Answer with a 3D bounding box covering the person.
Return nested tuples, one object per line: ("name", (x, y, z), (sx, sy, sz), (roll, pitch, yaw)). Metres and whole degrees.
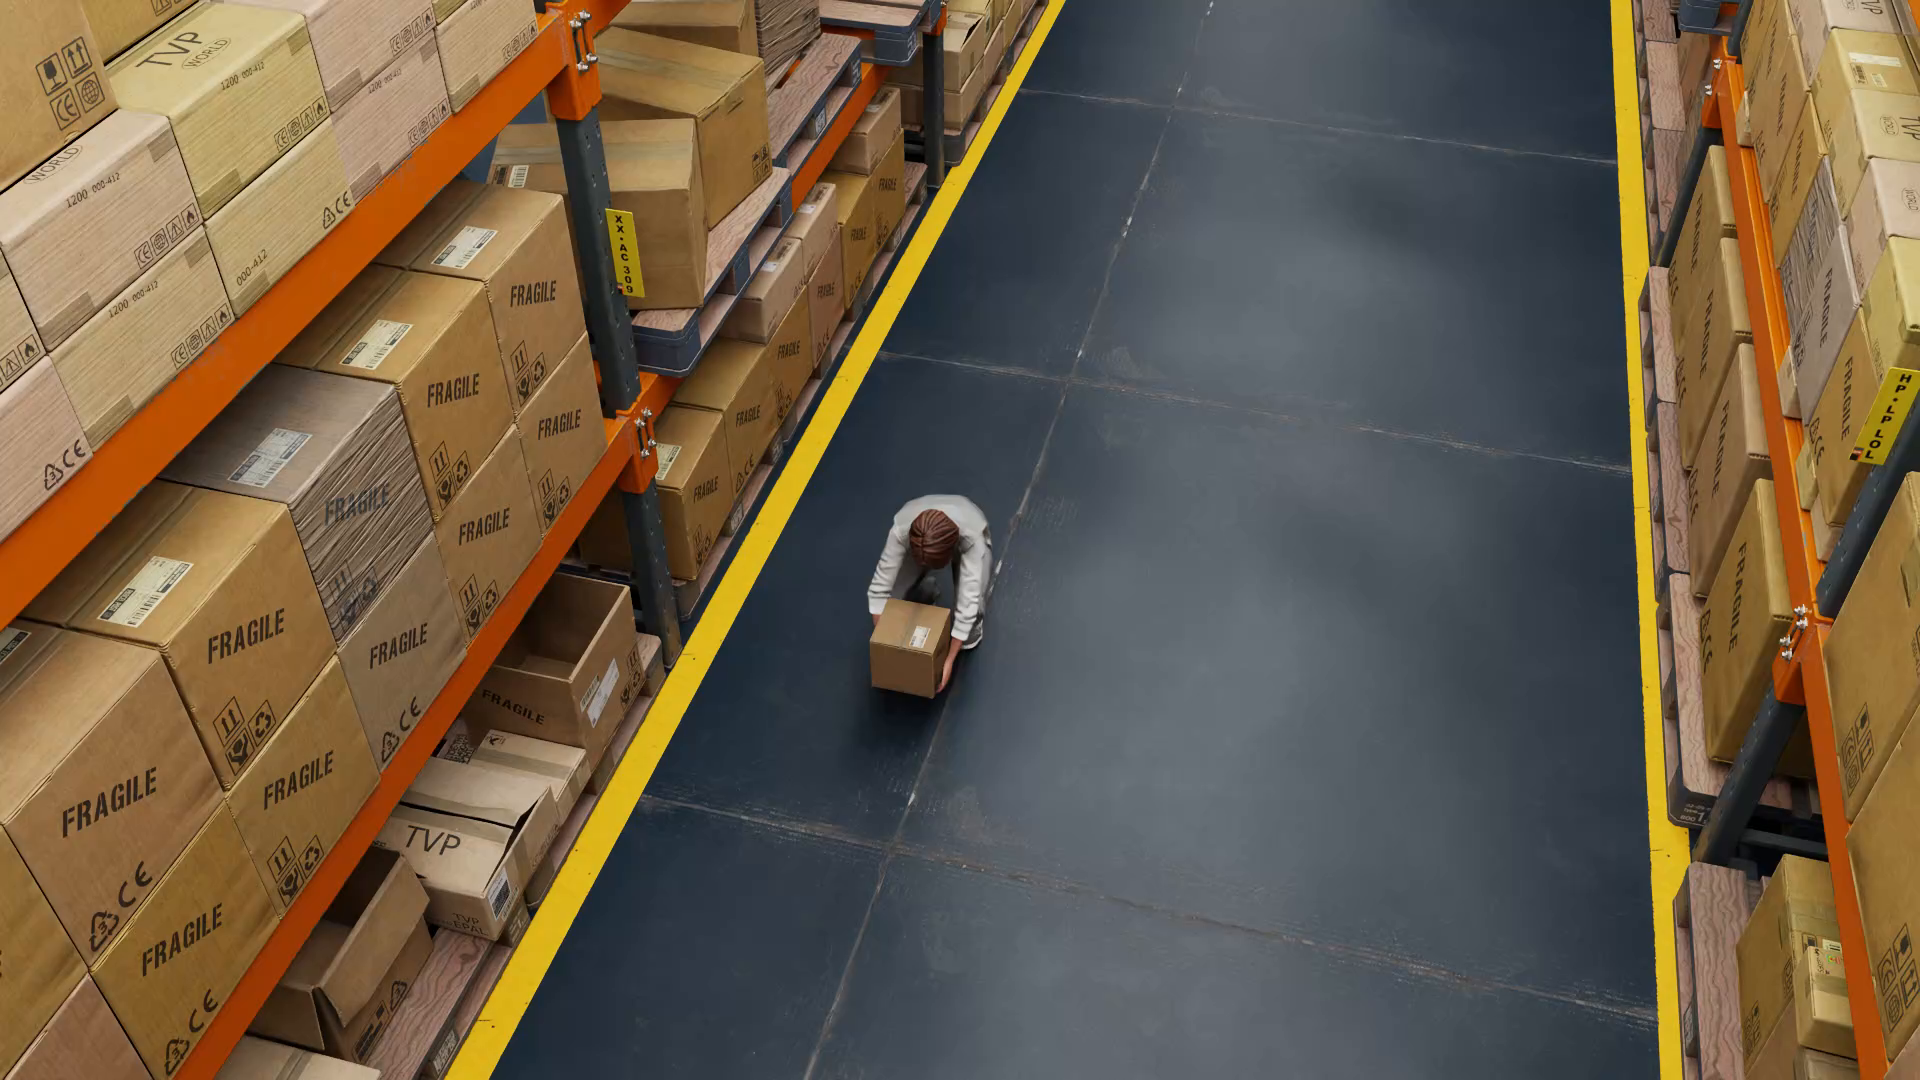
("person", (-0.095, 0.110, 6.581), (0.443, 0.889, 0.818), (10, 43, 11))
